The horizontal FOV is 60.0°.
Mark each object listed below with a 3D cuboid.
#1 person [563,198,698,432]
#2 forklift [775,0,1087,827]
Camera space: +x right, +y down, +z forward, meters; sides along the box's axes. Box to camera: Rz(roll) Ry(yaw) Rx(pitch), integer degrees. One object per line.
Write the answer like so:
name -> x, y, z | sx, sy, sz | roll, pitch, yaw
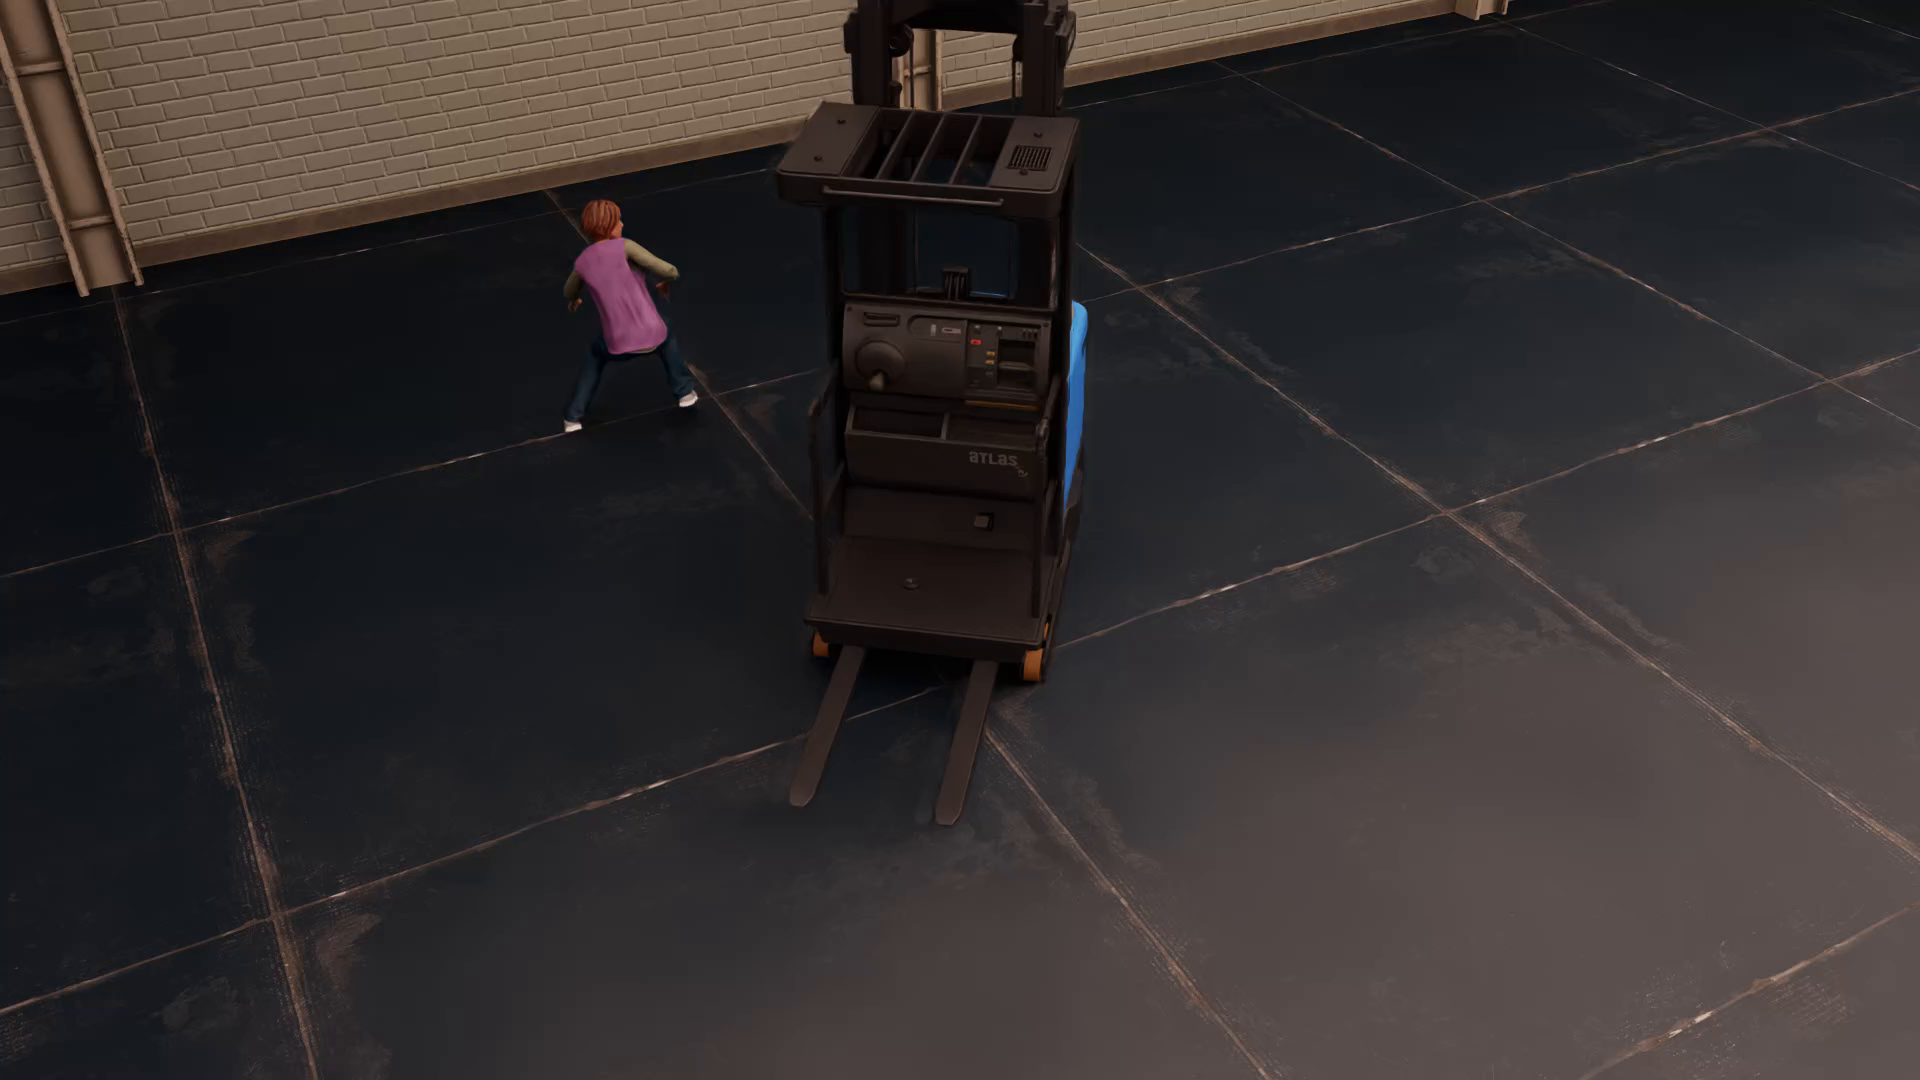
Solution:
person -> -1.908, -1.233, 9.282 | 0.781, 1.383, 0.696 | -3, 35, -4
forklift -> -0.098, -0.764, 7.204 | 1.130, 2.935, 3.031 | 6, 36, 8
